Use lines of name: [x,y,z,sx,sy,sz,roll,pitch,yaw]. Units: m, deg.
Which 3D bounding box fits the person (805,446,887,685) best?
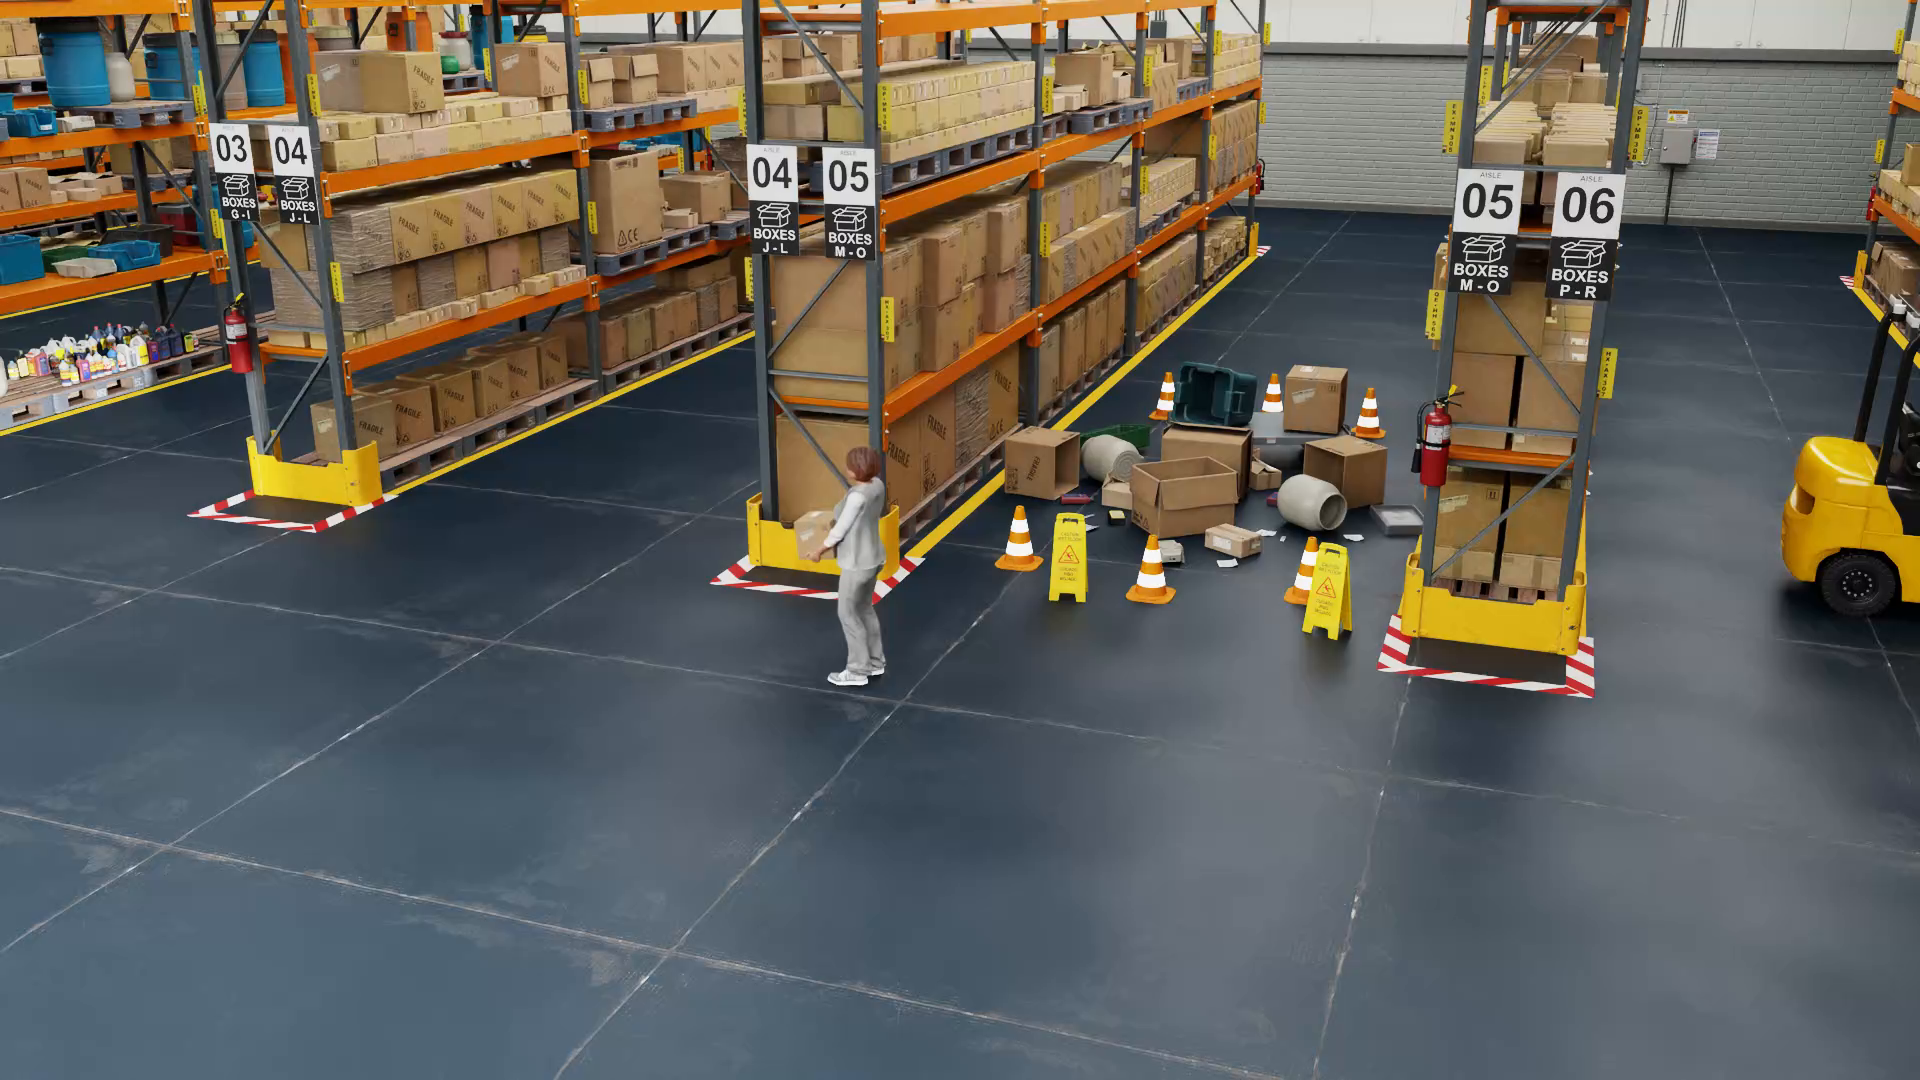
person: [-0.716,0.151,10.648,0.489,1.595,0.405,7,20,19]
